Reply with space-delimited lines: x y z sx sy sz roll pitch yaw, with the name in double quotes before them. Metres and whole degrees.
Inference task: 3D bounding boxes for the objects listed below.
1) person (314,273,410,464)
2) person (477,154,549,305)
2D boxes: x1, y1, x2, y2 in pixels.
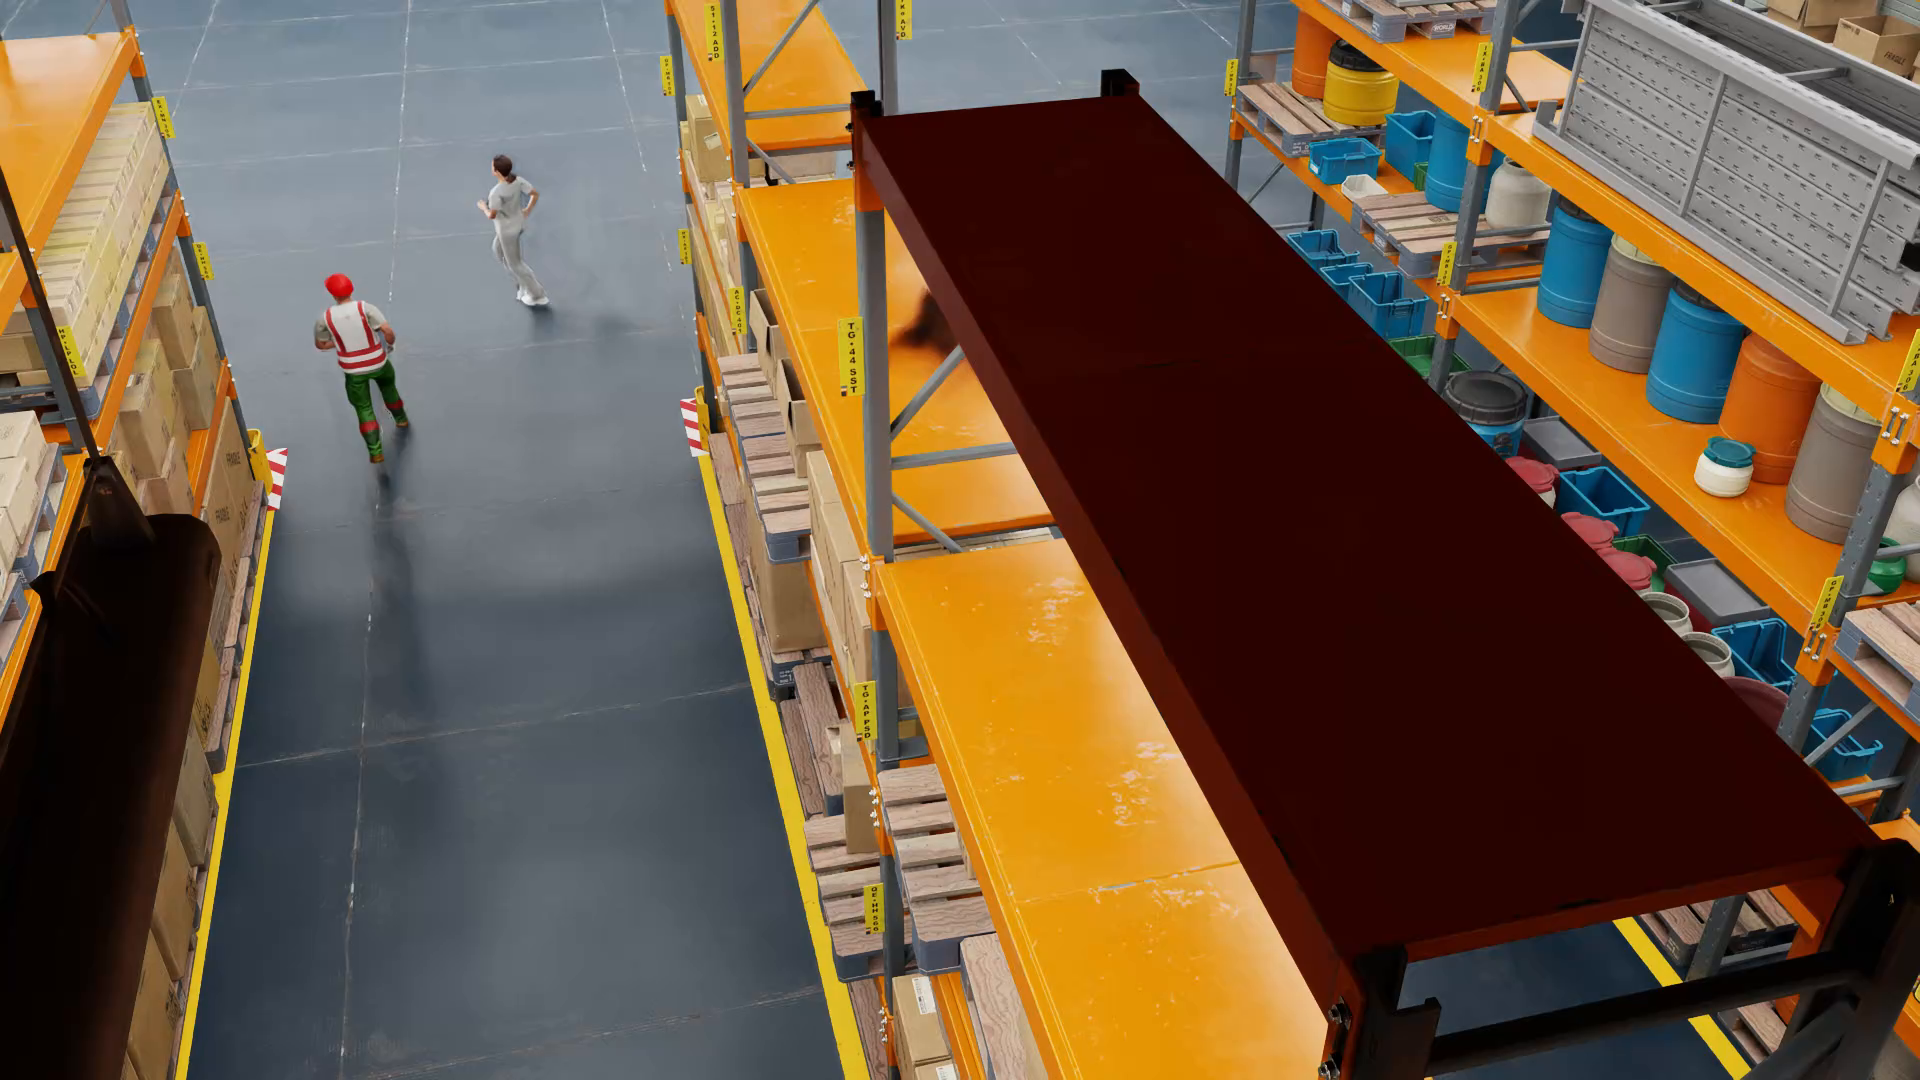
"person" -5.323 -1.554 14.774 0.670 1.789 0.986 -13 36 -18
"person" -4.682 -3.224 17.320 0.681 1.668 0.536 9 35 13
